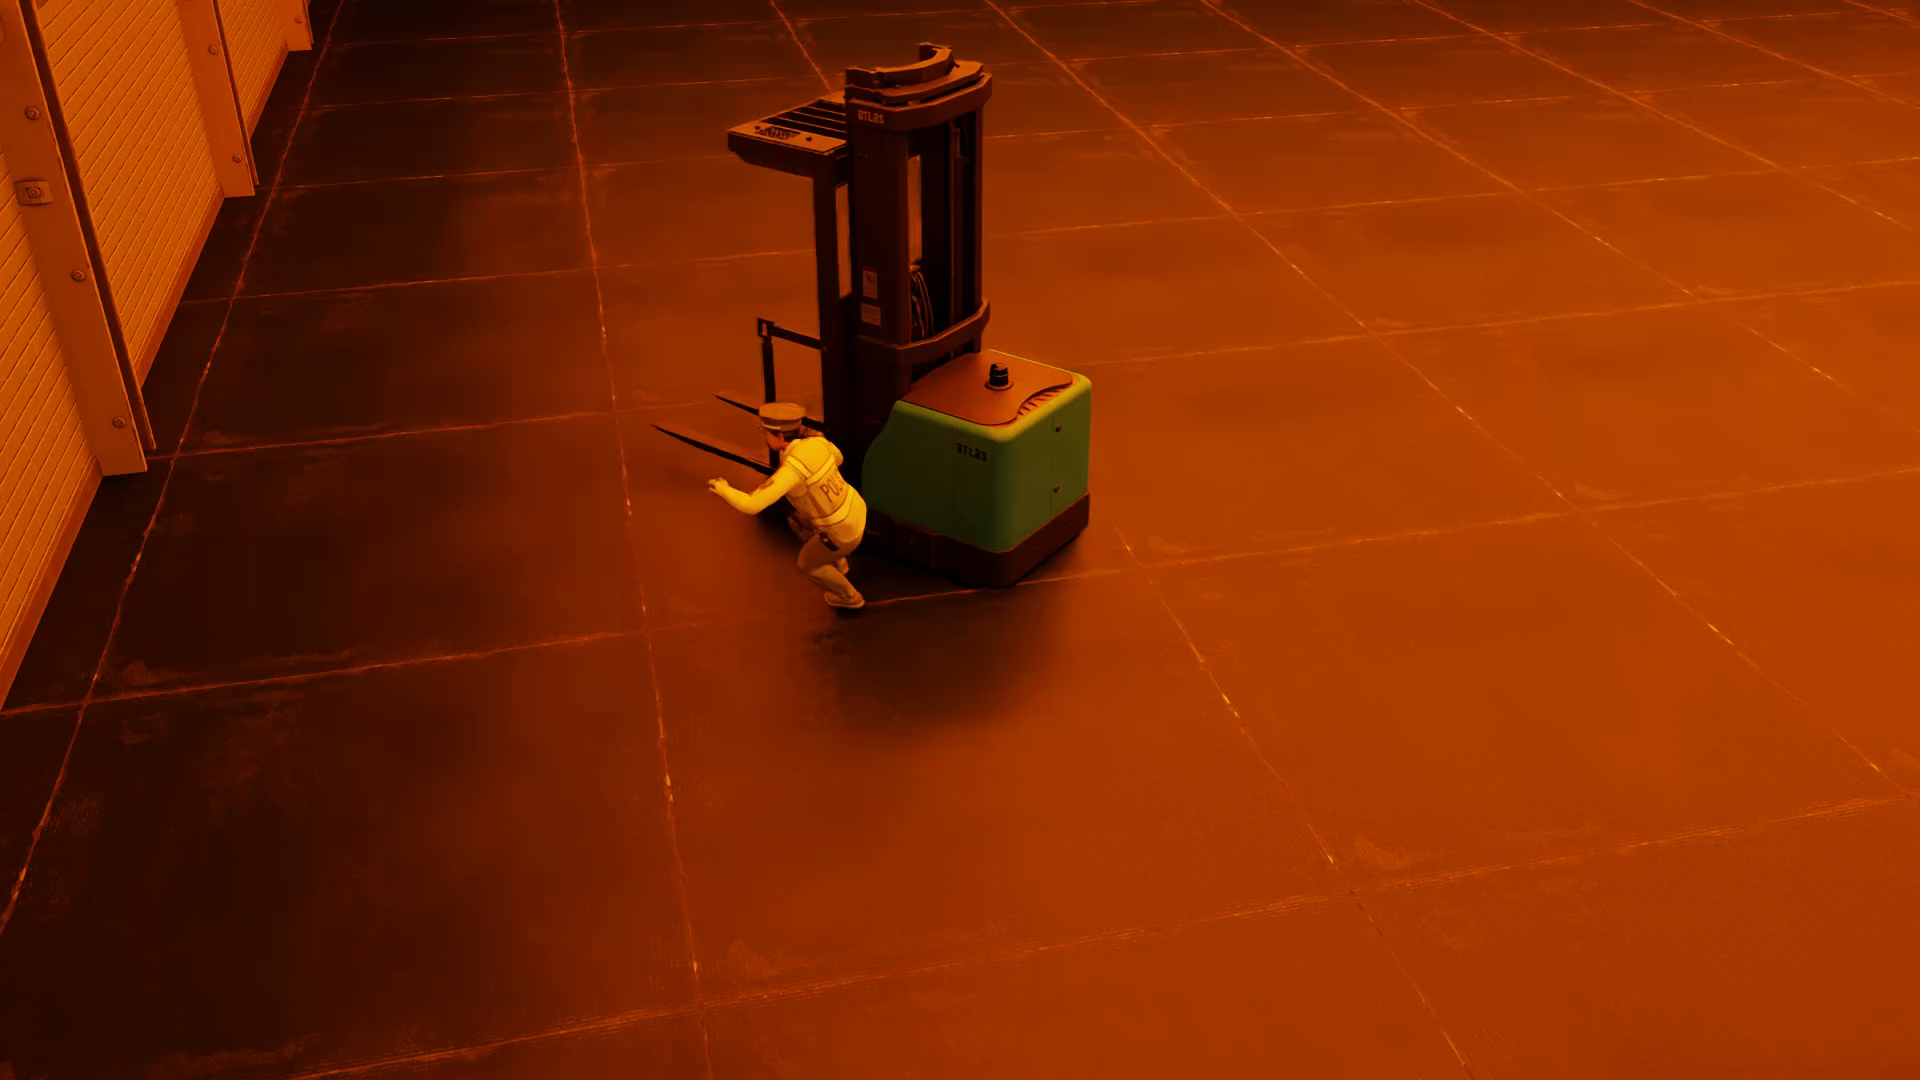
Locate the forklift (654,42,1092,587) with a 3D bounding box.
[{"bbox_3d":[-0.677,-1.560,10.268,3.031,2.935,1.130,20,35,30],"label":"forklift"}]

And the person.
[{"bbox_3d":[-0.917,-0.162,9.358,0.857,1.429,0.992,5,30,9],"label":"person"}]
